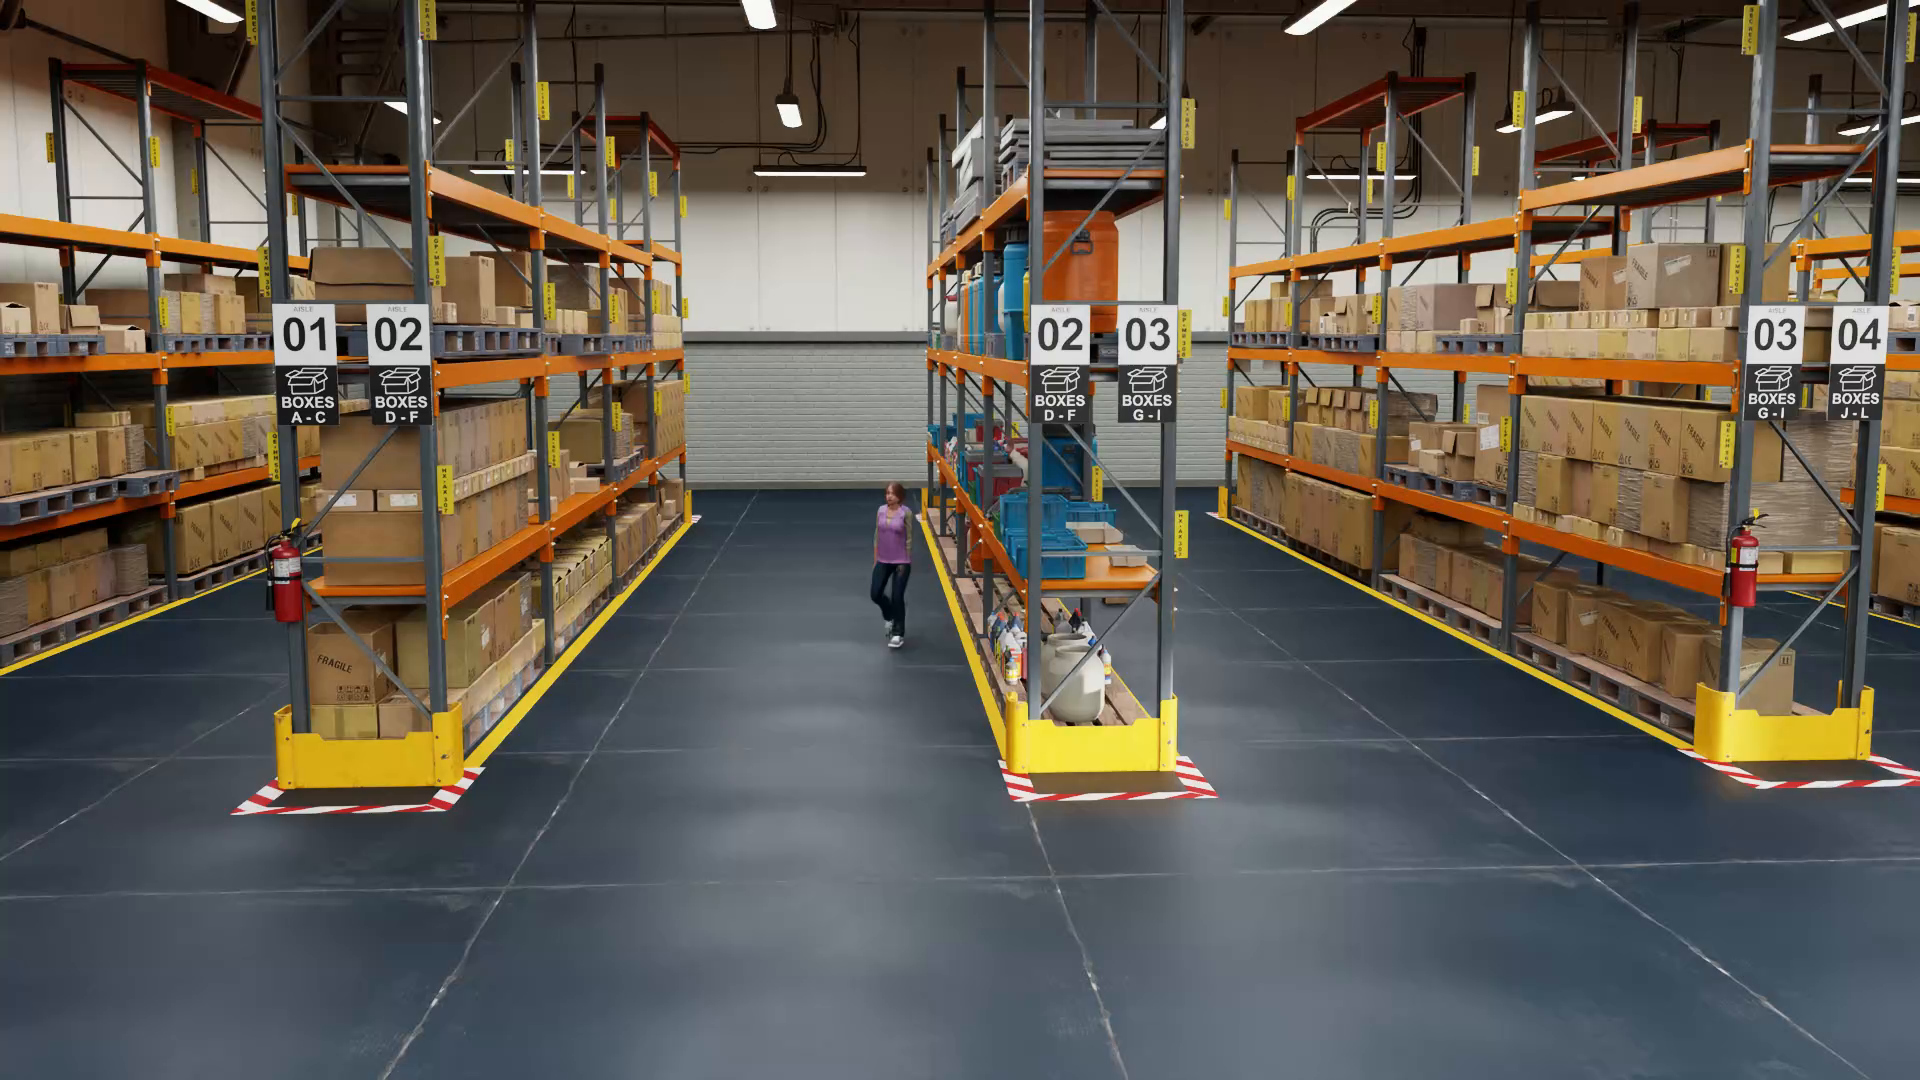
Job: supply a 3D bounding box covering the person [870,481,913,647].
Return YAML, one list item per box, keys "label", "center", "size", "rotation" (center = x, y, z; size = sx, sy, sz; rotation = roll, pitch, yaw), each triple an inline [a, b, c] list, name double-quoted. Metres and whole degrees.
- label: "person"
  center: [-0.634, 0.229, 16.025]
  size: [0.407, 1.585, 0.466]
  rotation: [2, 7, 19]
